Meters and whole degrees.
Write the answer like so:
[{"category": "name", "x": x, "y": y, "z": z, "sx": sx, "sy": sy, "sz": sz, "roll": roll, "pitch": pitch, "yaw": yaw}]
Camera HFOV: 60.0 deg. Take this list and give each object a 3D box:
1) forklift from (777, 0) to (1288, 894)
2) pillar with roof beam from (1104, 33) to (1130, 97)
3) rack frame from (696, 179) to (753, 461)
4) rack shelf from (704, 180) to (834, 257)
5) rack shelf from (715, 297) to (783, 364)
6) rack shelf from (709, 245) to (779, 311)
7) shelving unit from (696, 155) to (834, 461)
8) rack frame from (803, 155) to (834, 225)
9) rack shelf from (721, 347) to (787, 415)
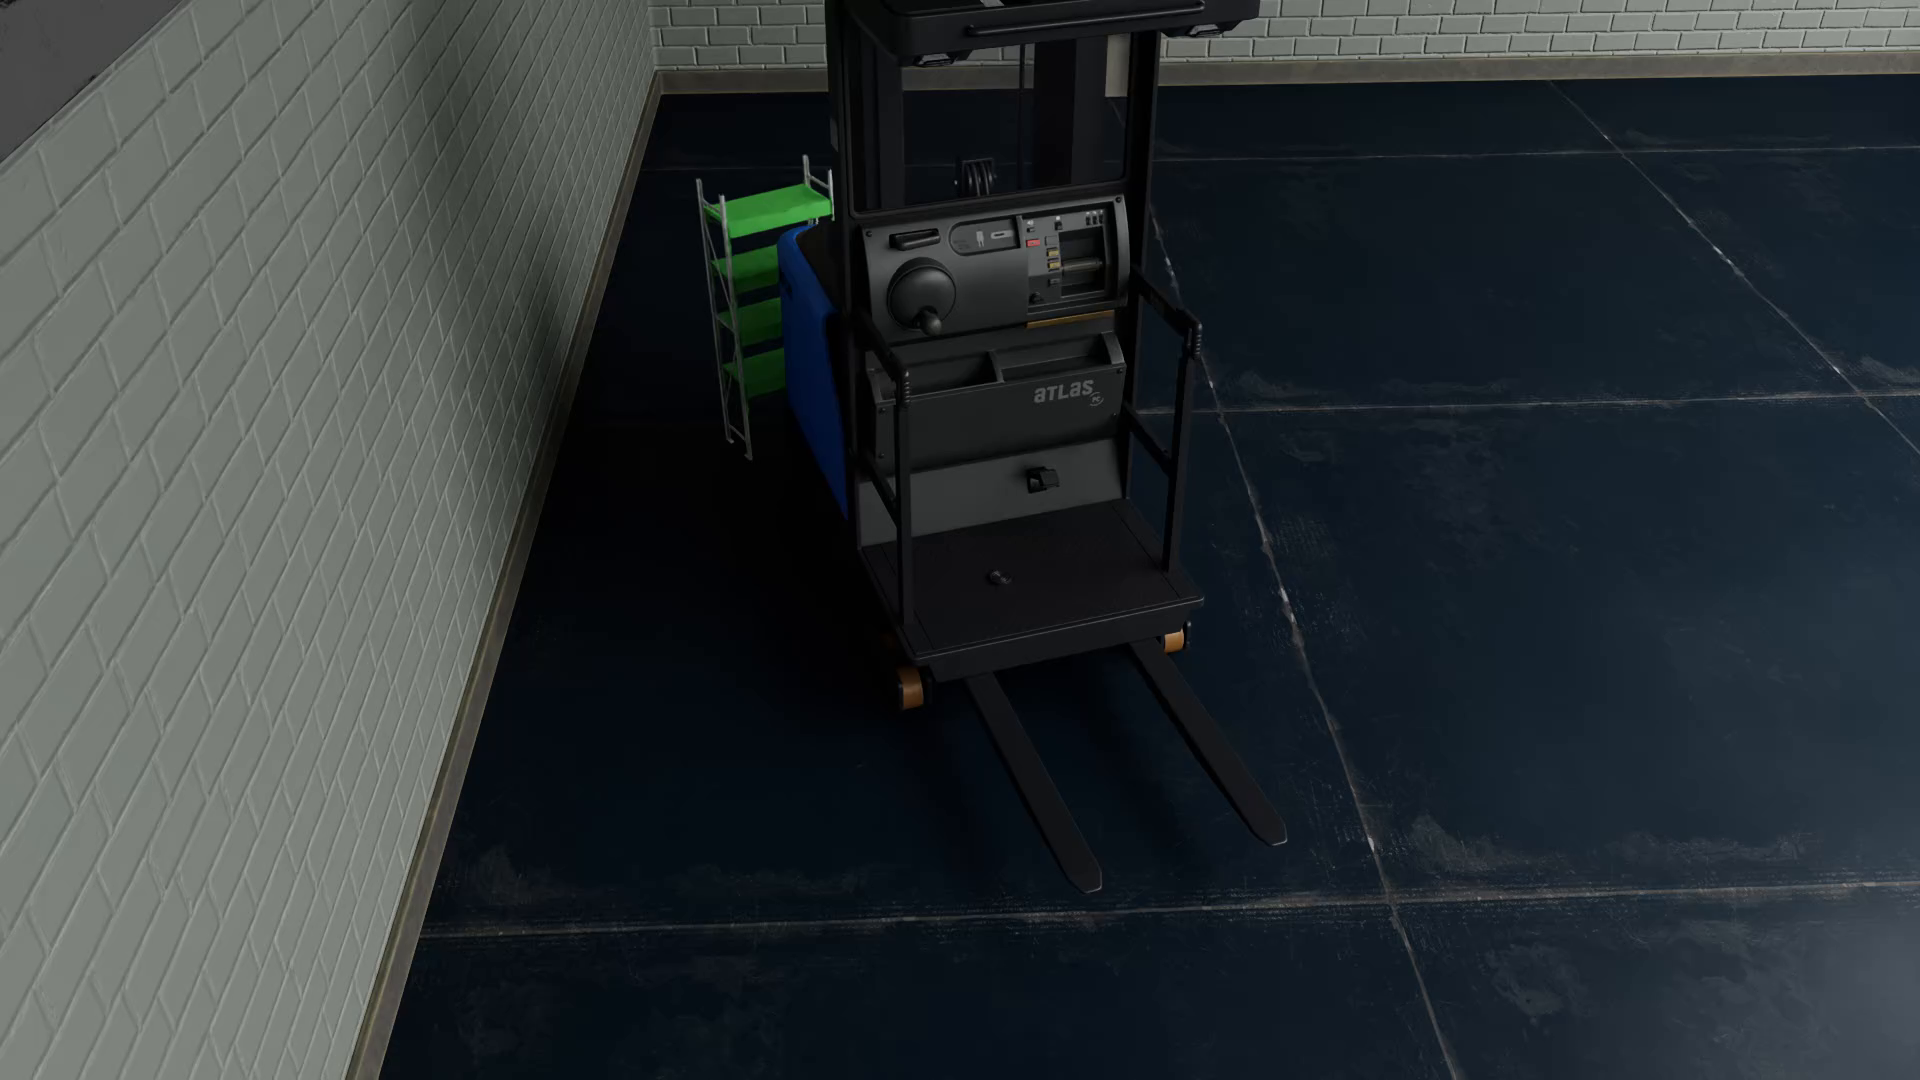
[{"category": "forklift", "x": 0.199, "y": -0.865, "z": 5.425, "sx": 1.130, "sy": 2.935, "sz": 3.031, "roll": -11, "pitch": 36, "yaw": -15}, {"category": "pillar with roof beam", "x": 1.199, "y": -4.220, "z": 4.940, "sx": 0.400, "sy": 9.000, "sz": 9.100, "roll": -2, "pitch": 35, "yaw": -2}, {"category": "rack frame", "x": -0.987, "y": -0.907, "z": 6.994, "sx": 0.015, "sy": 1.200, "sz": 0.240, "roll": -20, "pitch": 36, "yaw": -26}, {"category": "rack shelf", "x": -0.792, "y": -1.333, "z": 6.880, "sx": 0.480, "sy": 0.148, "sz": 0.258, "roll": -20, "pitch": 36, "yaw": -26}, {"category": "rack shelf", "x": -0.779, "y": -0.927, "z": 7.135, "sx": 0.480, "sy": 0.148, "sz": 0.258, "roll": -20, "pitch": 36, "yaw": -26}, {"category": "rack shelf", "x": -0.786, "y": -1.130, "z": 7.007, "sx": 0.480, "sy": 0.148, "sz": 0.258, "roll": -20, "pitch": 36, "yaw": -26}, {"category": "shelving unit", "x": -0.781, "y": -0.981, "z": 7.101, "sx": 0.503, "sy": 1.200, "sz": 0.258, "roll": -20, "pitch": 36, "yaw": -26}, {"category": "rack frame", "x": -0.574, "y": -1.054, "z": 7.207, "sx": 0.015, "sy": 1.200, "sz": 0.240, "roll": -20, "pitch": 36, "yaw": -26}, {"category": "rack shelf", "x": -0.772, "y": -0.723, "z": 7.262, "sx": 0.480, "sy": 0.148, "sz": 0.258, "roll": -20, "pitch": 36, "yaw": -26}]
